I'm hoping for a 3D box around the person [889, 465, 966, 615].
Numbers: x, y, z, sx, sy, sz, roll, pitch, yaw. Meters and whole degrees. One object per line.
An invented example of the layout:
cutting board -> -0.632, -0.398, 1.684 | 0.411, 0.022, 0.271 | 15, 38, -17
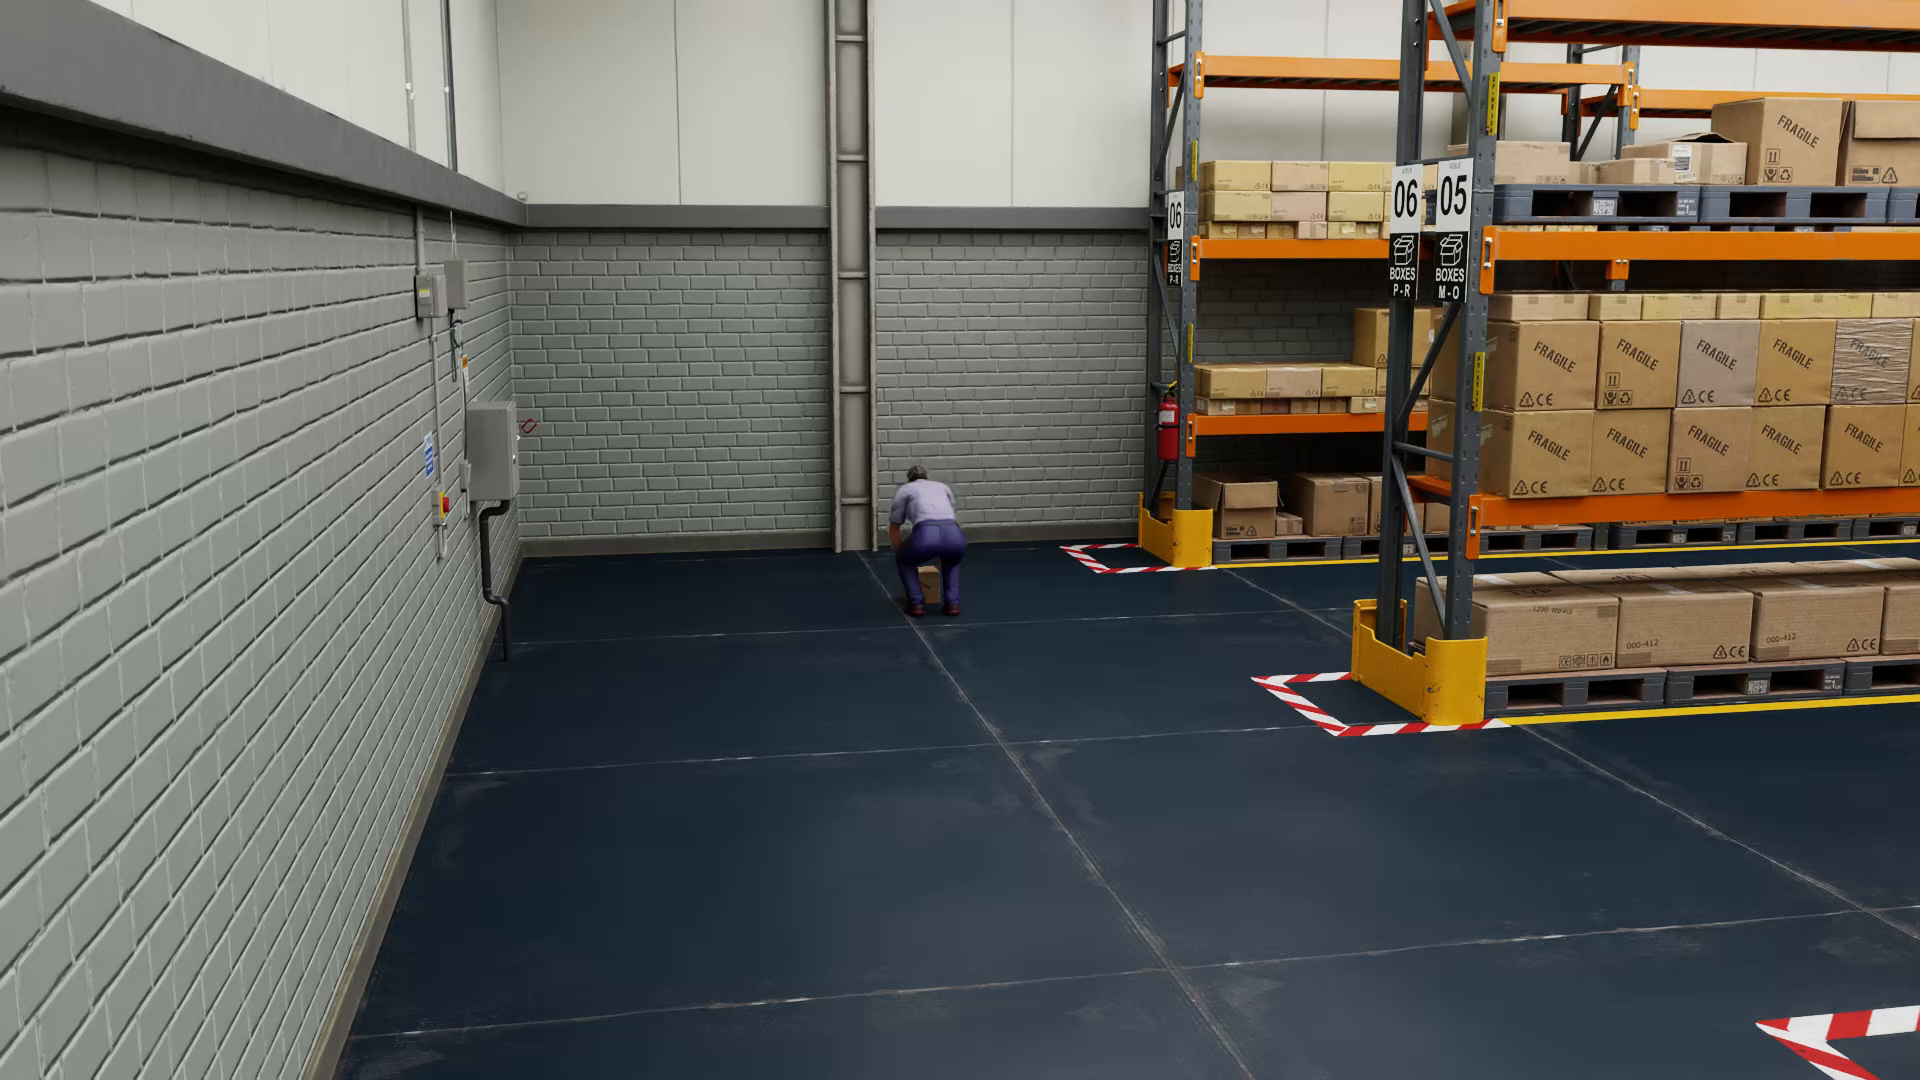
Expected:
person -> -0.245, 0.011, 12.556 | 0.536, 1.086, 0.778 | -2, 10, -11
